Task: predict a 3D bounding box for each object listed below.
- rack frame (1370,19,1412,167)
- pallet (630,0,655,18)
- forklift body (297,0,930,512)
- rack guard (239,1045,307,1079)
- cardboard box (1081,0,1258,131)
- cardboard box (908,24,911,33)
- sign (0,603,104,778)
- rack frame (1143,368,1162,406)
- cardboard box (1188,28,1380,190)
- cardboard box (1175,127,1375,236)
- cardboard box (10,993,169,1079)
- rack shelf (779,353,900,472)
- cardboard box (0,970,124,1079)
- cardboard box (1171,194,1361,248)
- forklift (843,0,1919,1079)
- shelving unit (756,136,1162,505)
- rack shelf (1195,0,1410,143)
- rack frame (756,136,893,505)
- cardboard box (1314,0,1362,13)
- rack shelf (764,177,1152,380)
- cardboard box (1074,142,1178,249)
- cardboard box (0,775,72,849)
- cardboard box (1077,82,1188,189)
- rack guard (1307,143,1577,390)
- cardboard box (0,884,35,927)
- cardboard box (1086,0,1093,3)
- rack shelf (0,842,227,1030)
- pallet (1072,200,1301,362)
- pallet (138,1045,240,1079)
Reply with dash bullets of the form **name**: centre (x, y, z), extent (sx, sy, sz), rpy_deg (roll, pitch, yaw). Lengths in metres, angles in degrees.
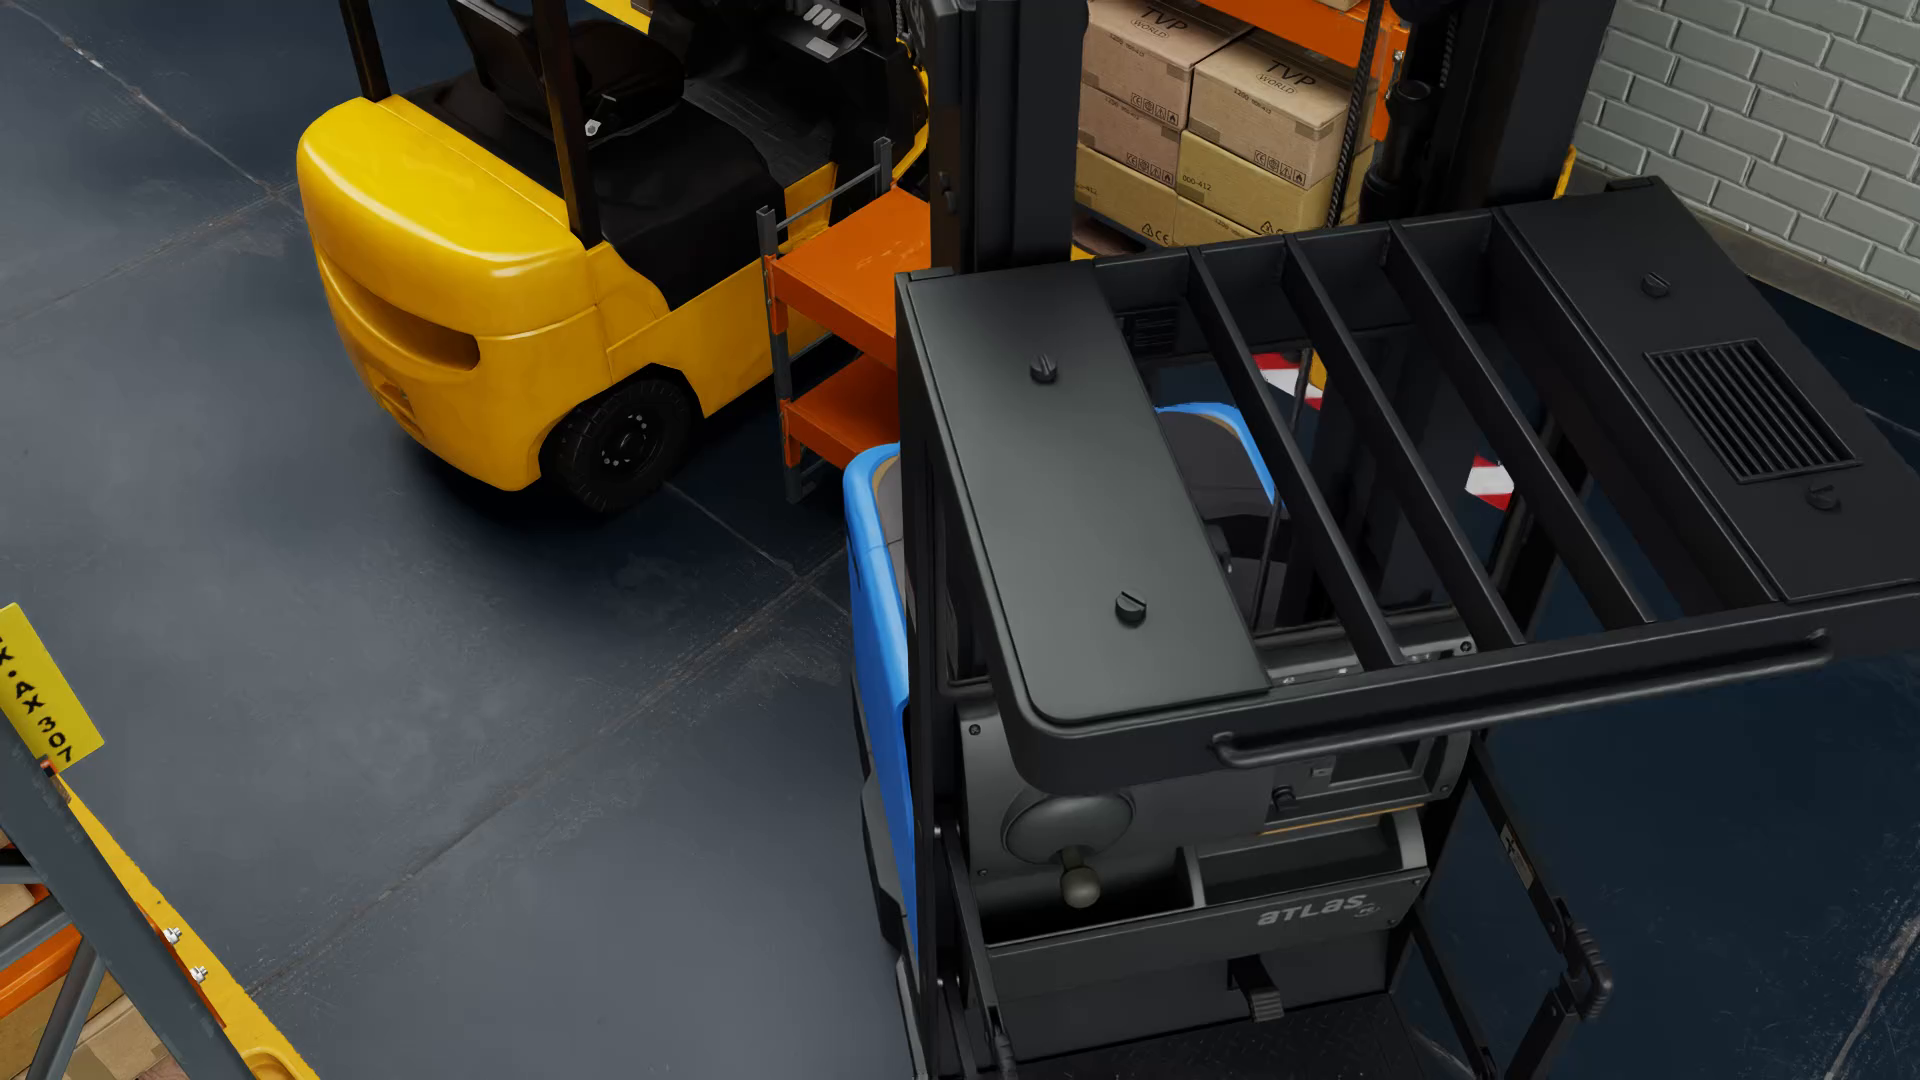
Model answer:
- **rack frame**: centre (1.659, -1.850, 4.930), extent (0.127, 3.000, 1.000), rpy_deg (34, 55, 28)
- **pallet**: centre (-0.724, -2.458, 7.413), extent (1.213, 0.211, 1.003), rpy_deg (34, 55, 28)
- **forklift body**: centre (-0.971, -1.520, 5.202), extent (1.214, 2.155, 2.313), rpy_deg (34, 55, 28)
- **rack guard**: centre (-1.760, 1.629, 3.378), extent (0.348, 0.500, 1.175), rpy_deg (34, 55, 28)
- **cardboard box**: centre (0.730, -1.705, 5.705), extent (0.500, 0.250, 0.500), rpy_deg (35, 56, 28)
- **cardboard box**: centre (-0.030, -2.044, 6.367), extent (0.500, 0.250, 0.500), rpy_deg (34, 55, 28)
- **sign**: centre (-1.337, 0.224, 2.388), extent (0.005, 0.325, 0.100), rpy_deg (34, 55, 28)
- **rack frame**: centre (0.369, -0.137, 4.607), extent (0.032, 1.125, 0.500), rpy_deg (34, 55, 28)
- **cardboard box**: centre (1.109, -1.455, 5.471), extent (0.500, 0.250, 0.500), rpy_deg (36, 56, 29)
- **cardboard box**: centre (1.090, -1.297, 5.665), extent (0.500, 0.250, 0.500), rpy_deg (33, 55, 27)
- **cardboard box**: centre (-2.110, 1.061, 3.794), extent (0.500, 0.250, 0.500), rpy_deg (33, 55, 27)
- **rack shelf**: centre (-0.005, -0.221, 5.021), extent (1.000, 0.278, 0.538), rpy_deg (34, 55, 28)
- **cardboard box**: centre (-2.127, 0.793, 3.531), extent (0.500, 0.500, 0.500), rpy_deg (32, 55, 27)
- **cardboard box**: centre (1.100, -1.116, 5.838), extent (0.500, 0.250, 0.500), rpy_deg (34, 56, 28)
- **forklift**: centre (0.506, 0.494, 2.776), extent (1.130, 2.935, 3.031), rpy_deg (-9, 47, -8)
- **shelving unit**: centre (-0.005, -0.388, 4.843), extent (1.048, 1.125, 0.538), rpy_deg (34, 55, 28)
- **rack shelf**: centre (0.190, -2.593, 6.120), extent (4.000, 0.370, 1.077), rpy_deg (34, 55, 28)
- **rack frame**: centre (-0.379, -0.640, 5.079), extent (0.032, 1.125, 0.500), rpy_deg (34, 55, 28)
- **cardboard box**: centre (1.120, -1.987, 4.989), extent (0.500, 0.500, 0.500), rpy_deg (33, 55, 27)
- **rack shelf**: centre (-0.005, -0.589, 4.630), extent (1.000, 0.278, 0.538), rpy_deg (34, 55, 28)
- **cardboard box**: centre (0.741, -1.367, 6.074), extent (0.500, 0.250, 0.500), rpy_deg (34, 55, 28)
- **cardboard box**: centre (-1.864, 0.292, 2.646), extent (0.500, 0.500, 0.500), rpy_deg (33, 55, 27)
- **cardboard box**: centre (0.728, -1.551, 5.904), extent (0.500, 0.250, 0.500), rpy_deg (33, 55, 27)
- **rack guard**: centre (1.677, -0.983, 5.830), extent (0.348, 0.500, 1.175), rpy_deg (34, 55, 28)
- **cardboard box**: centre (-1.814, 0.618, 2.784), extent (0.250, 0.149, 0.380), rpy_deg (34, 55, 28)
- **cardboard box**: centre (0.353, -1.949, 5.935), extent (0.500, 0.250, 0.500), rpy_deg (35, 56, 28)
- **rack shelf**: centre (-3.174, 0.068, 3.622), extent (4.000, 0.370, 1.077), rpy_deg (34, 55, 28)
- **pallet**: centre (1.069, -1.251, 6.280), extent (1.213, 0.211, 1.003), rpy_deg (34, 55, 28)
- **pallet**: centre (-2.333, 1.307, 3.878), extent (1.213, 0.211, 1.003), rpy_deg (34, 55, 28)
